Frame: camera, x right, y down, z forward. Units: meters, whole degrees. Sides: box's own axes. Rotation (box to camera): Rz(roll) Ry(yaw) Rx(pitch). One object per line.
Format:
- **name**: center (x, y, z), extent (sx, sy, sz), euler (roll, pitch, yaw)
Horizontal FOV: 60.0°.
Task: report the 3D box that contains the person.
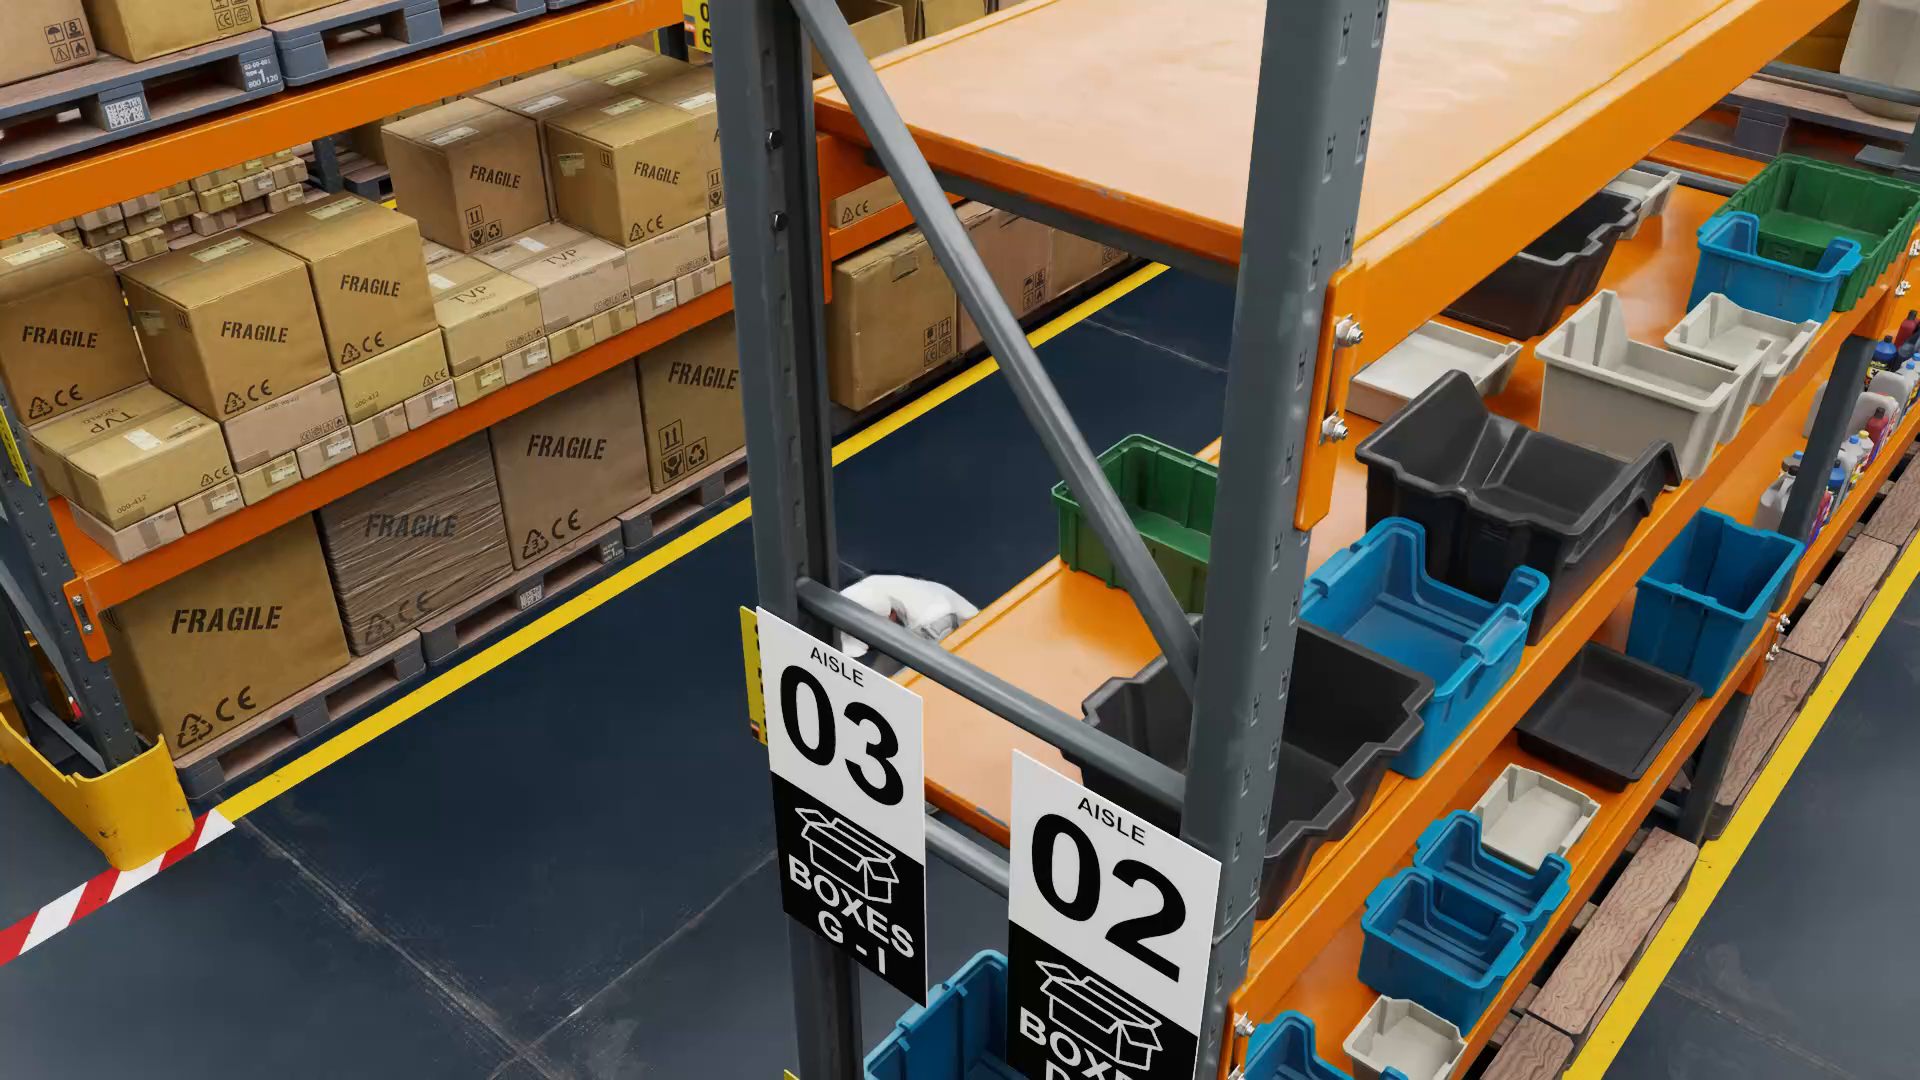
- **person**: center (-0.218, 0.656, 6.857), extent (0.555, 1.105, 0.868), euler (25, 42, 32)
